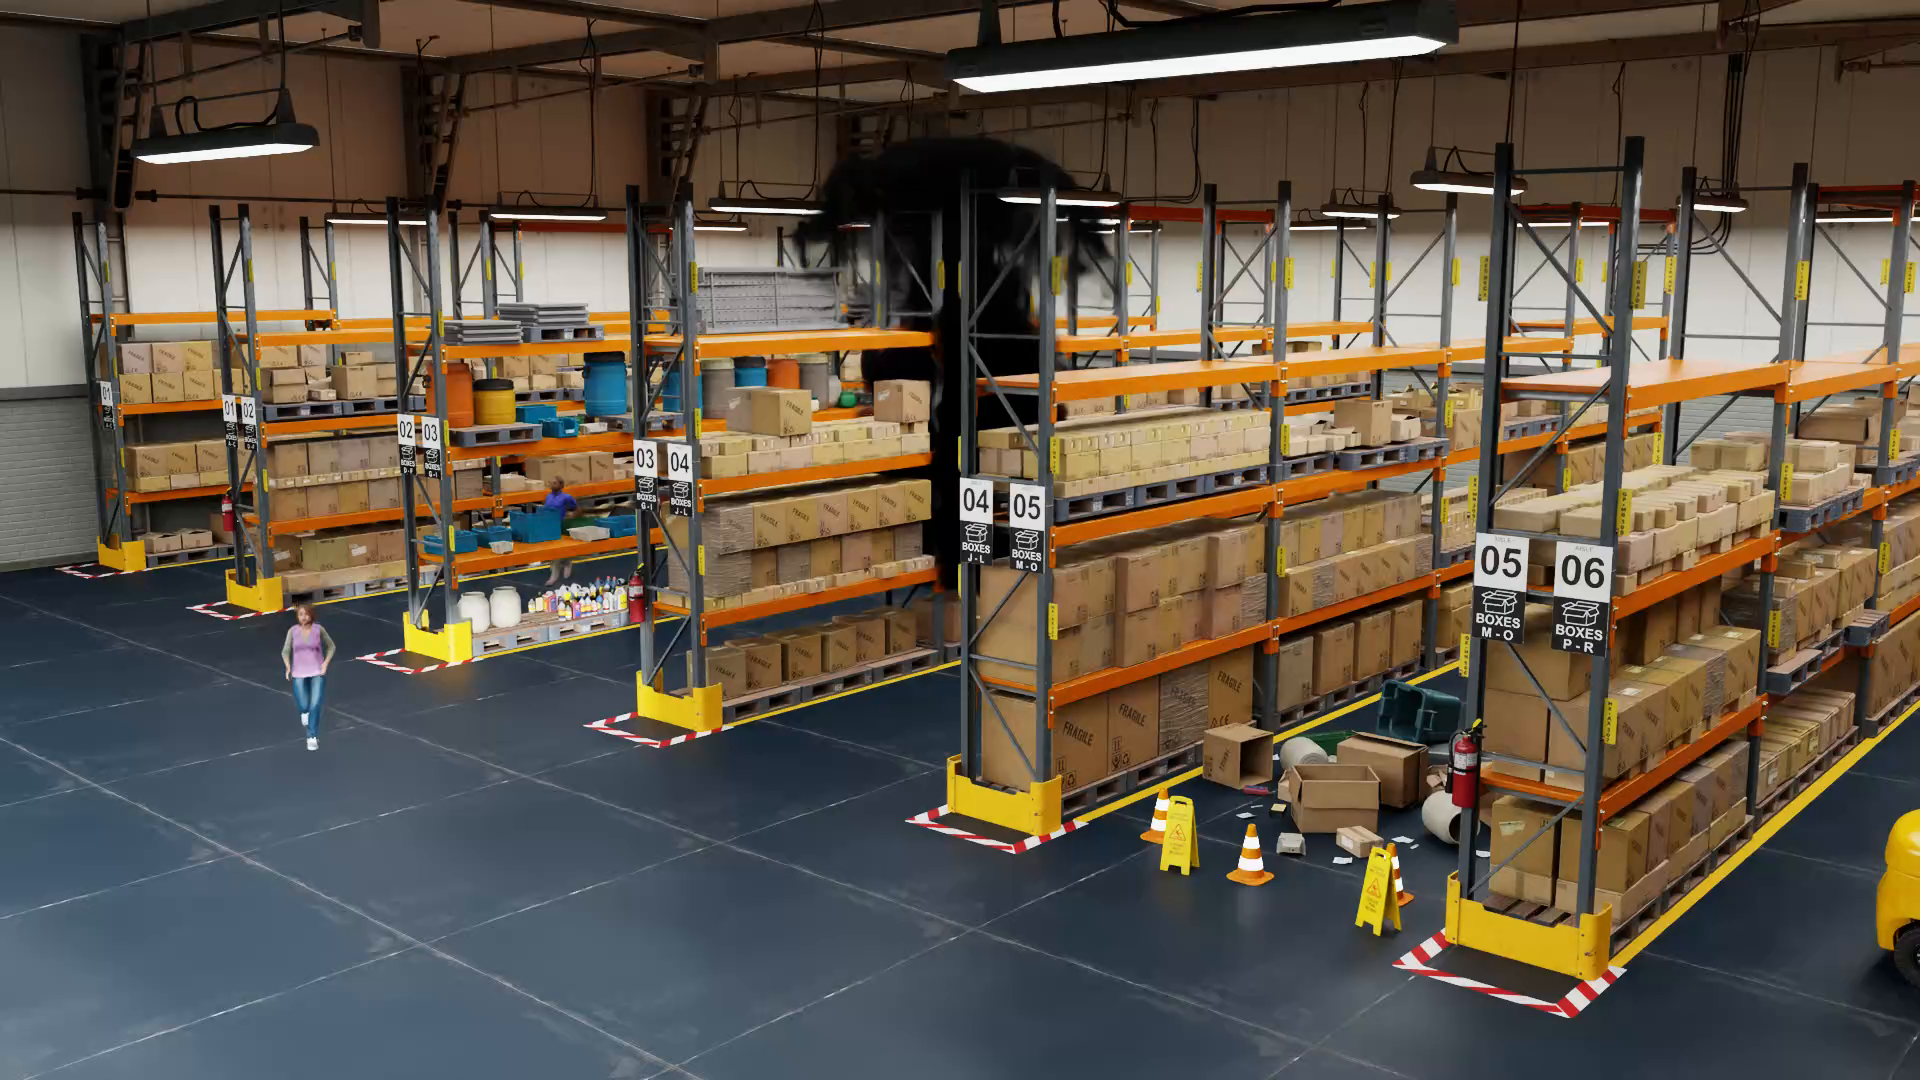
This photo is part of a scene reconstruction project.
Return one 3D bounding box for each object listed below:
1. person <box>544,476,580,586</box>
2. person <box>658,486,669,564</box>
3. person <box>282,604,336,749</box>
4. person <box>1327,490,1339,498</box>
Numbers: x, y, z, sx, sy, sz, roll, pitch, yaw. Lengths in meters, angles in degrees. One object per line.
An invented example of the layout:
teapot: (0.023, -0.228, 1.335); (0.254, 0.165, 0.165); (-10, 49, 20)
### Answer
person: (-6.166, -0.148, 25.537); (0.578, 1.645, 0.703); (4, 10, 24)
person: (-4.755, -0.414, 27.014); (0.585, 1.672, 0.636); (-9, 13, -43)
person: (-7.026, 1.458, 17.987); (0.550, 1.535, 0.579); (-3, 10, -17)
person: (5.907, 0.051, 26.070); (0.601, 1.671, 0.815); (8, 12, 38)
